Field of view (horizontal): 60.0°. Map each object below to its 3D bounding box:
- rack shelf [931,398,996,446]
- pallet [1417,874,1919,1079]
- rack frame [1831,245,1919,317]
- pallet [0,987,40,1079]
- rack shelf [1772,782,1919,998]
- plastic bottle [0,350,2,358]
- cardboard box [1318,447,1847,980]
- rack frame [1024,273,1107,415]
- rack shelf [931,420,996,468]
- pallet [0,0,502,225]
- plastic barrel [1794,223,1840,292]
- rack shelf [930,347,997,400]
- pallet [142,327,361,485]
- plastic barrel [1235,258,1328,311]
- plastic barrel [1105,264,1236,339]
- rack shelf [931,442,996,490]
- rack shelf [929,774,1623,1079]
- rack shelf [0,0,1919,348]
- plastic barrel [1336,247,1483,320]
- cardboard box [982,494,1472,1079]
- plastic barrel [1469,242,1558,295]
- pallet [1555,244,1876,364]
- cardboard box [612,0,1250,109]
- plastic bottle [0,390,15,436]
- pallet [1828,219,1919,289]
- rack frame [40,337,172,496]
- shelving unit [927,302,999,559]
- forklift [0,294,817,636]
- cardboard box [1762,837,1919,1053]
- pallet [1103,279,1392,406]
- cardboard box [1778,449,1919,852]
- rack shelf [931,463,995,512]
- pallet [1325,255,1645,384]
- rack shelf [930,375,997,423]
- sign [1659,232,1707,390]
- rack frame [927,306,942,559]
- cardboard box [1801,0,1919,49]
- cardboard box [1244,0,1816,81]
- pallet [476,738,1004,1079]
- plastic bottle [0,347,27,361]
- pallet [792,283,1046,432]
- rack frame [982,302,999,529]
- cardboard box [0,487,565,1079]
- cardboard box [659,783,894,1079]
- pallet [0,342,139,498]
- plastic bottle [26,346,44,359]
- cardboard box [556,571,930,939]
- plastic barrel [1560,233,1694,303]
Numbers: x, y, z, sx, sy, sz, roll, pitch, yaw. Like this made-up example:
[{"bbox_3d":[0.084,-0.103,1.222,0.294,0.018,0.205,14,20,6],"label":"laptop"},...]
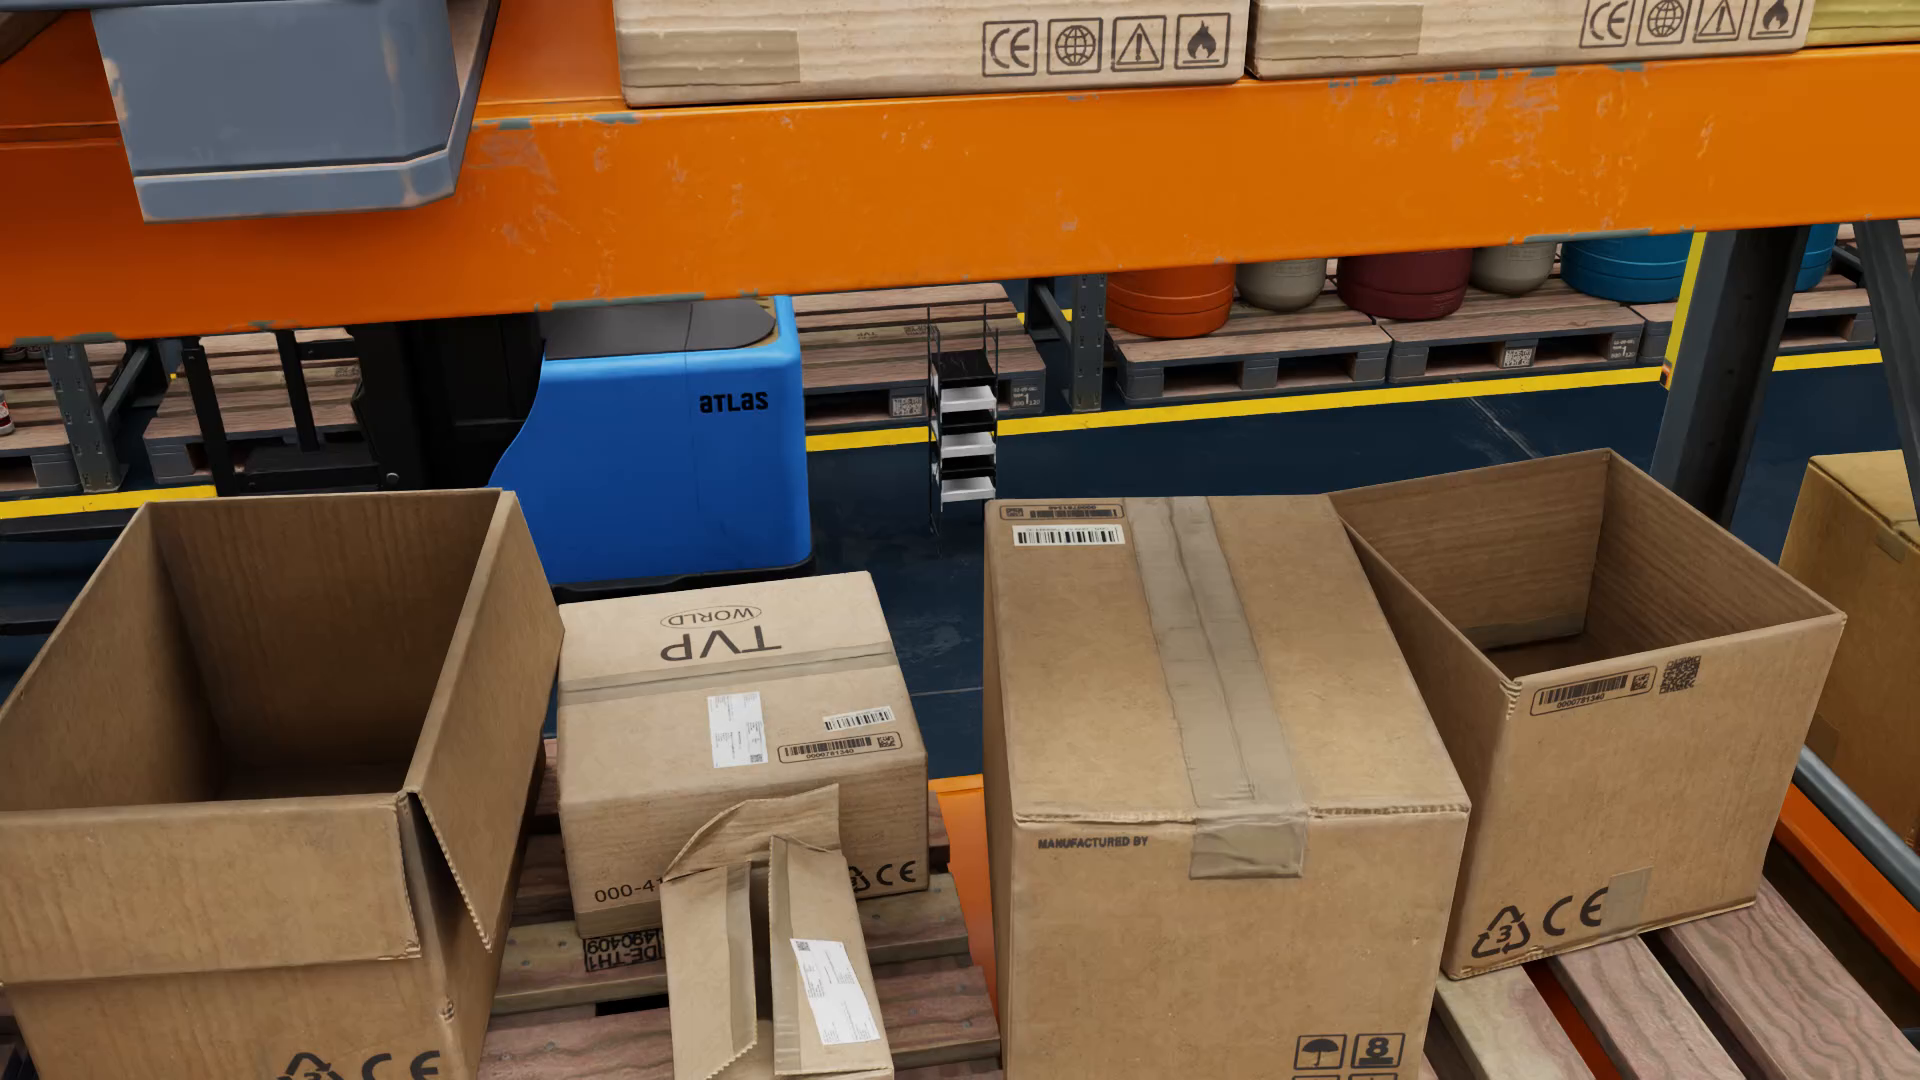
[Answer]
[{"bbox_3d":[0.008,-0.437,5.994,0.200,0.077,0.258,-5,31,-9],"label":"rack shelf"},{"bbox_3d":[0.669,0.582,2.489,1.003,0.211,1.213,-5,31,-9],"label":"pallet"},{"bbox_3d":[4.394,-2.453,7.462,0.127,3.000,1.000,-5,31,-9],"label":"rack frame"},{"bbox_3d":[-1.805,0.832,2.065,1.213,0.211,1.003,-5,31,-9],"label":"pallet"},{"bbox_3d":[3.319,0.509,3.135,4.000,0.370,1.077,-5,31,-9],"label":"rack shelf"},{"bbox_3d":[-4.181,-0.885,7.048,0.135,0.276,0.152,-4,31,-7],"label":"plastic bottle"},{"bbox_3d":[0.827,0.227,2.392,0.500,0.500,0.500,-9,32,-15],"label":"cardboard box"},{"bbox_3d":[0.459,-2.088,6.841,0.127,3.000,1.000,-5,31,-9],"label":"rack frame"},{"bbox_3d":[0.008,-0.360,6.040,0.200,0.077,0.258,-5,31,-9],"label":"rack shelf"},{"bbox_3d":[-0.937,-0.565,1.477,1.003,0.211,1.213,-5,31,-9],"label":"pallet"},{"bbox_3d":[3.856,-1.688,7.818,0.708,0.901,0.600,-5,31,-9],"label":"plastic barrel"},{"bbox_3d":[0.008,-0.593,5.903,0.200,0.077,0.258,-5,31,-9],"label":"rack shelf"},{"bbox_3d":[-2.710,-0.612,7.082,1.213,0.211,1.003,-5,31,-9],"label":"pallet"},{"bbox_3d":[1.477,-1.346,7.619,0.421,0.512,0.421,0,30,0],"label":"plastic barrel"},{"bbox_3d":[0.937,-1.387,7.375,0.708,0.830,0.600,-5,31,-9],"label":"plastic barrel"},{"bbox_3d":[0.008,-0.282,6.086,0.200,0.077,0.258,-5,31,-9],"label":"rack shelf"},{"bbox_3d":[-0.616,0.874,2.514,4.000,0.370,1.077,-5,31,-9],"label":"rack shelf"},{"bbox_3d":[-0.616,-0.419,1.753,4.000,0.370,1.077,-5,31,-9],"label":"rack shelf"},{"bbox_3d":[2.048,-1.386,7.612,0.708,0.588,0.600,-5,31,-9],"label":"plastic barrel"},{"bbox_3d":[0.296,0.328,2.221,0.500,0.500,0.700,-1,30,-2],"label":"cardboard box"},{"bbox_3d":[2.587,-1.449,7.795,0.421,0.512,0.421,0,30,0],"label":"plastic barrel"},{"bbox_3d":[3.627,-1.201,8.085,1.213,0.211,1.003,-5,31,-9],"label":"pallet"},{"bbox_3d":[-0.052,-0.585,1.473,0.500,0.250,0.500,-4,31,-8],"label":"cardboard box"},{"bbox_3d":[-3.776,-0.518,6.498,0.097,0.201,0.097,0,30,0],"label":"plastic bottle"},{"bbox_3d":[5.110,-1.337,8.316,1.213,0.211,1.003,-5,31,-9],"label":"pallet"},{"bbox_3d":[-3.475,-1.723,6.220,0.127,3.000,1.000,-5,31,-9],"label":"rack frame"},{"bbox_3d":[0.008,-0.389,6.023,0.210,0.900,0.258,-5,31,-9],"label":"shelving unit"},{"bbox_3d":[-2.047,-1.057,5.156,3.031,2.935,1.130,-4,31,-7],"label":"forklift"},{"bbox_3d":[2.034,1.064,3.163,0.875,0.875,1.225,-7,31,-11],"label":"cardboard box"},{"bbox_3d":[1.227,-0.979,7.706,1.213,0.211,1.003,-5,31,-9],"label":"pallet"},{"bbox_3d":[1.792,0.170,2.903,0.500,0.500,0.500,-4,31,-7],"label":"cardboard box"},{"bbox_3d":[0.008,-0.205,6.131,0.200,0.077,0.258,-5,31,-9],"label":"rack shelf"},{"bbox_3d":[2.425,-1.088,7.892,1.213,0.211,1.003,-5,31,-9],"label":"pallet"},{"bbox_3d":[0.008,-0.515,5.949,0.200,0.077,0.258,-5,31,-9],"label":"rack shelf"},{"bbox_3d":[1.248,-0.394,2.818,0.005,0.325,0.100,-5,31,-9],"label":"sign"},{"bbox_3d":[-0.092,-0.379,6.007,0.006,0.900,0.240,-5,31,-9],"label":"rack frame"},{"bbox_3d":[0.928,-0.681,1.638,0.500,0.250,0.500,-5,31,-9],"label":"cardboard box"},{"bbox_3d":[0.442,-0.629,1.549,0.500,0.250,0.500,-5,31,-9],"label":"cardboard box"},{"bbox_3d":[-0.589,0.665,2.348,1.213,0.211,1.003,-5,31,-9],"label":"pallet"},{"bbox_3d":[-4.068,-0.877,7.109,0.097,0.201,0.097,0,30,0],"label":"plastic bottle"},{"bbox_3d":[-0.310,-0.834,7.461,1.213,0.211,1.003,-5,31,-9],"label":"pallet"},{"bbox_3d":[0.108,-0.398,6.039,0.006,0.900,0.240,-5,31,-9],"label":"rack frame"},{"bbox_3d":[-0.895,0.317,2.236,0.637,0.503,0.797,-2,31,-4],"label":"cardboard box"},{"bbox_3d":[-0.240,0.545,2.081,0.258,0.266,0.396,-6,31,-10],"label":"cardboard box"},{"bbox_3d":[-4.144,-0.480,6.858,1.213,0.211,1.003,-5,31,-9],"label":"pallet"},{"bbox_3d":[-3.968,-0.886,7.125,0.097,0.201,0.097,0,30,0],"label":"plastic bottle"},{"bbox_3d":[-0.339,0.304,2.508,0.500,0.250,0.500,-6,31,-10],"label":"cardboard box"},{"bbox_3d":[3.159,-1.624,7.708,0.708,0.901,0.600,-5,31,-9],"label":"plastic barrel"}]
